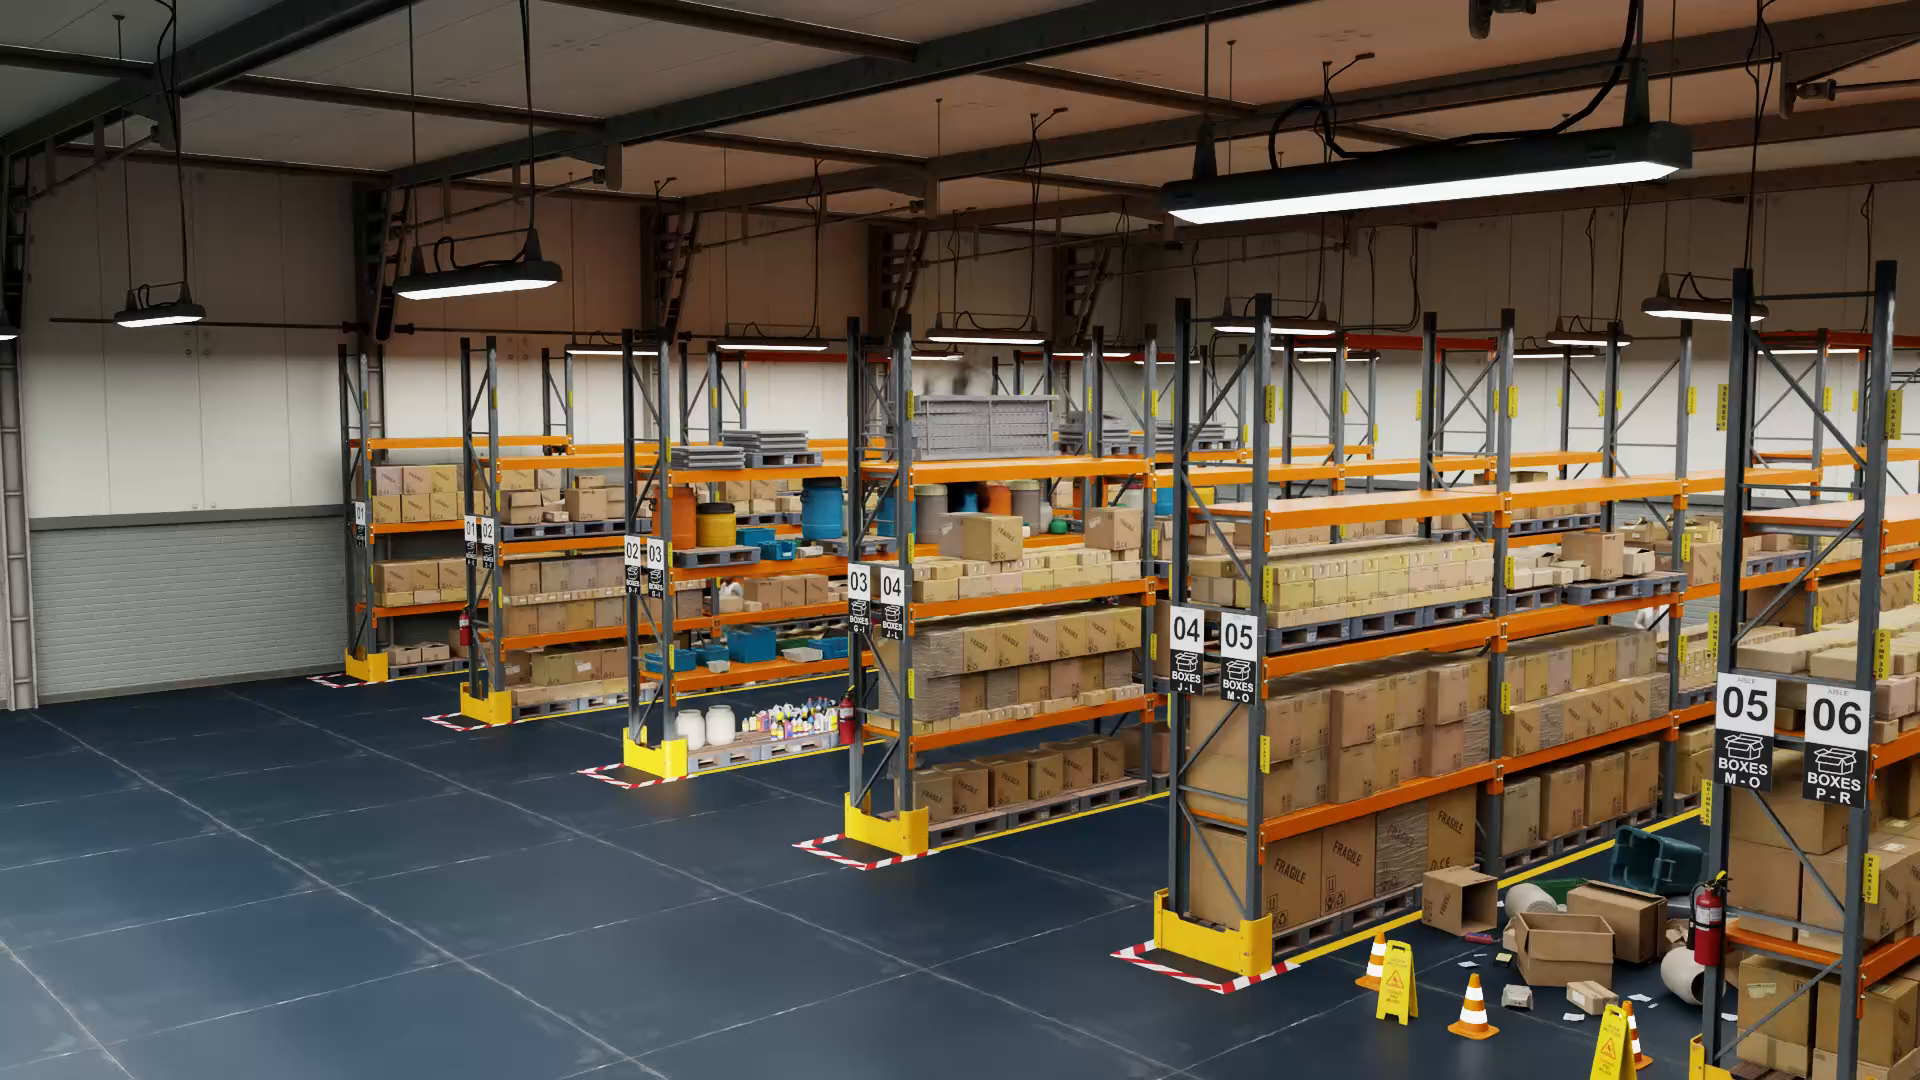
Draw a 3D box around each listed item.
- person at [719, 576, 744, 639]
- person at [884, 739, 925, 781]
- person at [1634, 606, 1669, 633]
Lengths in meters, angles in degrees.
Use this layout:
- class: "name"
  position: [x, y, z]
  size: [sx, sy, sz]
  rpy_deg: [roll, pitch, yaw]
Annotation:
- class: "person"
  position: [-4.473, 1.411, 32.324]
  size: [0.603, 1.737, 0.685]
  rpy_deg: [-5, 7, -43]
- class: "person"
  position: [-0.734, 2.355, 22.316]
  size: [0.573, 1.691, 0.908]
  rpy_deg: [2, 6, 25]
- class: "person"
  position: [11.920, 1.760, 28.464]
  size: [0.734, 1.739, 0.701]
  rpy_deg: [2, 6, 25]
